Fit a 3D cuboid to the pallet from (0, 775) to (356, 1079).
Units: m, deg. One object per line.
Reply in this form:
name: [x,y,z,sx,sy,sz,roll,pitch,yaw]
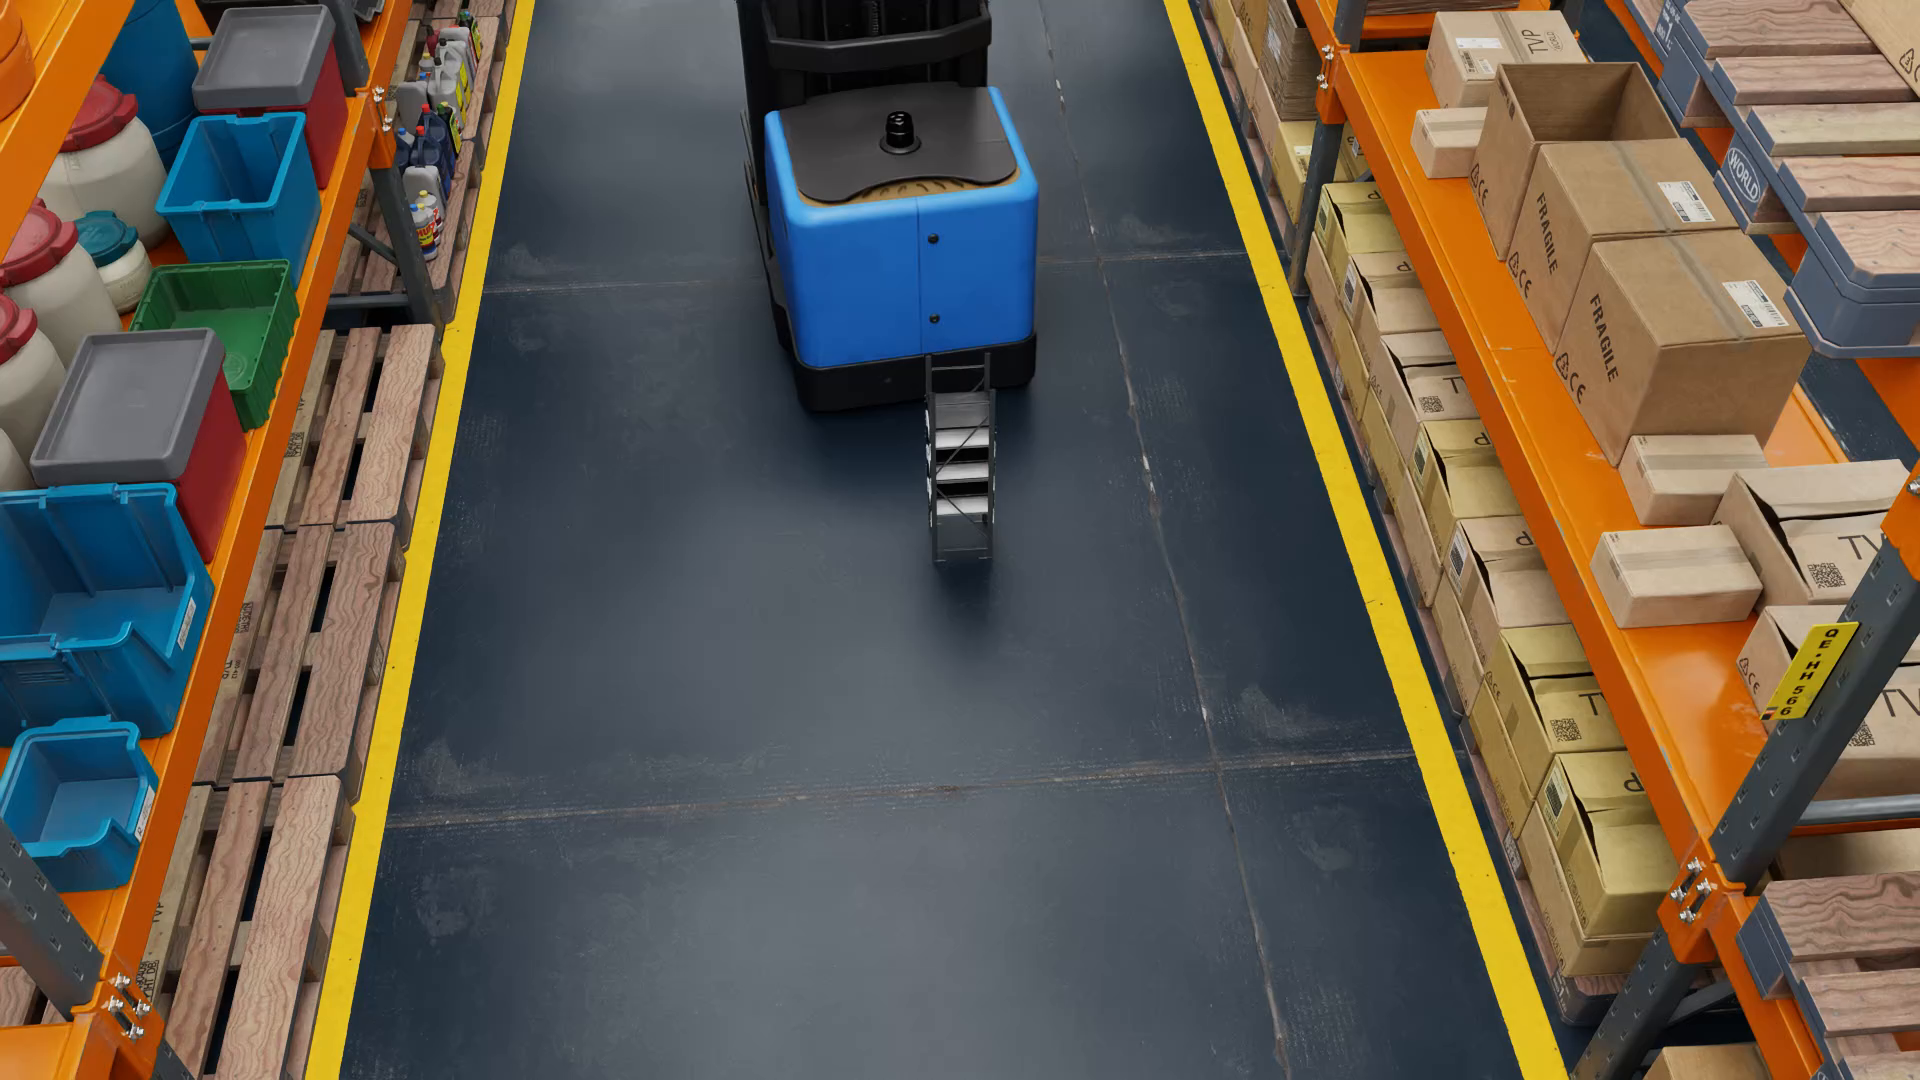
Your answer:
pallet: [-2.567,1.345,5.331,1.003,0.211,1.213,-3,47,-3]

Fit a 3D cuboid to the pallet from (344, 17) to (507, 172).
pallet: [-2.996,-2.359,8.839,1.003,0.211,1.213,-3,47,-3]

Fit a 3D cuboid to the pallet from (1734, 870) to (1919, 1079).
pallet: [2.522,1.203,3.677,1.213,0.211,1.003,-3,47,-3]

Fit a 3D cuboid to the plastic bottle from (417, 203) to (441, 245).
plastic bottle: [-2.474,-1.465,7.696,0.097,0.201,0.097,0,47,0]

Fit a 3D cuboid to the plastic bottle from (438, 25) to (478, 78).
plastic bottle: [-2.626,-2.568,8.689,0.152,0.276,0.135,-3,47,-3]

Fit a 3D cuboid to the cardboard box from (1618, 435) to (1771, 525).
cardboard box: [2.232,-0.182,5.030,0.380,0.149,0.250,0,47,0]

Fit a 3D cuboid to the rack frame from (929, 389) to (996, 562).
rack frame: [0.009,-0.230,6.348,0.240,0.900,0.006,-3,47,-3]

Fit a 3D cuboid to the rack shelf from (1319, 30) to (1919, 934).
rack shelf: [2.228,-0.549,5.700,1.077,0.370,4.000,-3,47,-3]

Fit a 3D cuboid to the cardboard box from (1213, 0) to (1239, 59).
cardboard box: [1.673,-2.850,8.987,0.500,0.250,0.500,-3,47,-3]

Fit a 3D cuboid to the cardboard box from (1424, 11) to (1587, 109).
cardboard box: [2.145,-1.838,6.528,0.500,0.250,0.500,-1,47,-1]

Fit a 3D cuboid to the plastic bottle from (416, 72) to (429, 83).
plastic bottle: [-2.714,-2.283,8.471,0.097,0.201,0.097,0,47,0]

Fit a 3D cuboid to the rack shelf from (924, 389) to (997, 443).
rack shelf: [0.001,-0.466,6.246,0.258,0.077,0.200,-3,47,-3]

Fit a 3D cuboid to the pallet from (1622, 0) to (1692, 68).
pallet: [2.153,-1.610,4.273,1.003,0.211,1.213,-2,47,-1]

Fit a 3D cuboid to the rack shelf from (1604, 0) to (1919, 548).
rack shelf: [2.228,-1.581,4.610,1.077,0.370,4.000,-3,47,-3]

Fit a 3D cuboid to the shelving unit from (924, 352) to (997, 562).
shelving unit: [0.001,-0.304,6.418,0.258,0.900,0.210,-3,47,-3]

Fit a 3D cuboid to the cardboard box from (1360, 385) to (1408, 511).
cardboard box: [1.935,-0.391,6.659,0.500,0.250,0.500,-5,47,-5]

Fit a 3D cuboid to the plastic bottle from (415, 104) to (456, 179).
plastic bottle: [-2.546,-1.931,8.035,0.144,0.351,0.185,-5,47,-5]

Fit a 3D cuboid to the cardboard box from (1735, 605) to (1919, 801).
cardboard box: [2.408,0.415,4.352,0.500,0.311,0.500,-1,47,-1]

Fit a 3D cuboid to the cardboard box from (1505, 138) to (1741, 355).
cardboard box: [2.194,-0.978,5.541,0.500,0.500,0.500,-3,47,-3]

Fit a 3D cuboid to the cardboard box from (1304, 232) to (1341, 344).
cardboard box: [1.847,-1.135,7.364,0.500,0.250,0.500,-5,47,-4]

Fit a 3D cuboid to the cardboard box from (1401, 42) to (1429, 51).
cardboard box: [2.333,-2.055,7.718,0.500,0.500,0.500,-3,47,-3]

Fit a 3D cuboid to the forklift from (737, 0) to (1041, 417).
forklift: [-0.462,-2.627,7.219,1.130,2.935,3.031,-9,47,-8]

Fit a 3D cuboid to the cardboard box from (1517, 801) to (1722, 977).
cardboard box: [2.108,1.086,5.260,0.500,0.250,0.500,-2,47,-2]

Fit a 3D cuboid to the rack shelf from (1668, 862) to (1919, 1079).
rack shelf: [2.563,2.345,2.959,1.077,0.370,4.000,-3,47,-3]

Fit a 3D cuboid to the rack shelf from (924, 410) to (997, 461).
rack shelf: [0.001,-0.404,6.311,0.258,0.077,0.200,-3,47,-3]

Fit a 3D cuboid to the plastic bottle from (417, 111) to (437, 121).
plastic bottle: [-2.595,-2.008,8.162,0.097,0.271,0.097,0,47,0]

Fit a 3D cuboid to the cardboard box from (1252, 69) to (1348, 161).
cardboard box: [1.772,-2.127,8.303,0.500,0.250,0.500,-3,47,-3]

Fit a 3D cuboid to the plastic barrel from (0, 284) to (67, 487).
plastic barrel: [-2.917,-0.442,5.009,0.433,0.535,0.433,0,47,0]

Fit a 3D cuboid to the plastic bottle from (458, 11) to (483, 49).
plastic bottle: [-2.620,-2.726,8.890,0.097,0.201,0.097,0,47,0]

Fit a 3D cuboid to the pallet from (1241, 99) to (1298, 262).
pallet: [2.035,-1.863,8.369,1.003,0.211,1.213,-3,47,-3]

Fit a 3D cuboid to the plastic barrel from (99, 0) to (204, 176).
plastic barrel: [-3.146,-1.820,6.062,0.600,0.901,0.708,-3,47,-3]

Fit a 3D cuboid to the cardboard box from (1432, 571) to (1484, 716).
cardboard box: [2.022,0.349,5.958,0.500,0.250,0.500,-3,47,-2]

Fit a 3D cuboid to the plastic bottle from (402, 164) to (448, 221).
plastic bottle: [-2.520,-1.649,7.819,0.152,0.276,0.135,-2,47,-2]

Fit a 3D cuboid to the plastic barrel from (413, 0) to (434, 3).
plastic barrel: [-3.038,-3.294,9.228,0.421,0.512,0.421,0,47,0]

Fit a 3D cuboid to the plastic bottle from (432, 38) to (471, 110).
plastic bottle: [-2.597,-2.373,8.453,0.144,0.351,0.185,-2,47,-2]

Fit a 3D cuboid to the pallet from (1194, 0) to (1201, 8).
pallet: [1.831,-3.628,10.040,1.003,0.211,1.213,-3,47,-3]

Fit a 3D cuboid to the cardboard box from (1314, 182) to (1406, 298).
cardboard box: [1.847,-1.321,7.153,0.500,0.311,0.500,-3,47,-3]

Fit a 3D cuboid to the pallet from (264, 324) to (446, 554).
pallet: [-2.772,-0.420,7.003,1.003,0.211,1.213,-3,47,-3]

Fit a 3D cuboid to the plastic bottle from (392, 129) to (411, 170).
plastic bottle: [-2.674,-1.786,7.897,0.144,0.351,0.185,-3,47,-3]

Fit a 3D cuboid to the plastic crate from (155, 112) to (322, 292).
plastic crate: [-2.474,-1.160,5.794,0.392,0.384,0.575,-3,47,-3]

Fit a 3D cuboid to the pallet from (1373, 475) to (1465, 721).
pallet: [2.266,0.131,6.481,1.003,0.211,1.213,-3,47,-3]

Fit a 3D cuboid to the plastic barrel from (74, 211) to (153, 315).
plastic barrel: [-2.918,-0.931,5.661,0.301,0.262,0.301,0,47,0]

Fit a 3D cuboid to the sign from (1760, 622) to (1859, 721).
sign: [1.842,0.289,3.613,0.100,0.325,0.005,-3,47,-3]

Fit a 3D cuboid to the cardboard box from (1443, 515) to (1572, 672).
cardboard box: [2.016,0.154,5.757,0.500,0.311,0.500,-4,47,-4]

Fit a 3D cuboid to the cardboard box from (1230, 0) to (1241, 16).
cardboard box: [1.672,-3.107,8.715,0.500,0.500,0.500,-3,47,-3]

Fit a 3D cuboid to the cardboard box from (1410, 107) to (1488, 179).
cardboard box: [1.931,-1.504,6.281,0.380,0.149,0.250,-3,47,-3]

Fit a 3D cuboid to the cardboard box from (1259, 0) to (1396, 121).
cardboard box: [1.773,-2.385,8.031,0.500,0.500,0.500,-3,47,-3]

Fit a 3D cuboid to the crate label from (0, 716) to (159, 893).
crate label: [-2.203,0.679,4.156,0.303,0.233,0.416,-3,47,-3]

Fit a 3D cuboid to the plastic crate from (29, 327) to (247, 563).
plastic crate: [-2.371,-0.261,4.887,0.402,0.464,0.583,-3,47,-3]

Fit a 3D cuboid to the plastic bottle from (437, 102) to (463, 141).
plastic bottle: [-2.546,-2.086,8.284,0.097,0.201,0.097,0,47,0]

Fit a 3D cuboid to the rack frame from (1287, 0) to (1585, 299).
rack frame: [2.060,-2.243,6.809,1.000,3.000,0.127,-3,47,-3]

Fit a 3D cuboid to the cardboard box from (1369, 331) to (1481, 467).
cardboard box: [1.928,-0.584,6.456,0.500,0.311,0.500,-5,47,-5]

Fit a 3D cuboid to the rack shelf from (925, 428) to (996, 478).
rack shelf: [0.001,-0.343,6.377,0.258,0.077,0.200,-3,47,-3]

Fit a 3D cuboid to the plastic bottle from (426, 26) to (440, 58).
plastic bottle: [-2.732,-2.563,8.680,0.061,0.283,0.133,-3,47,-3]

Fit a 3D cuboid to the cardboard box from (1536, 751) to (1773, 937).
cardboard box: [2.106,0.895,5.055,0.500,0.311,0.500,-2,47,-2]

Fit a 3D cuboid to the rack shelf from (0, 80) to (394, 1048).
rack shelf: [-2.709,-0.251,5.417,1.077,0.370,4.000,-3,47,-3]
